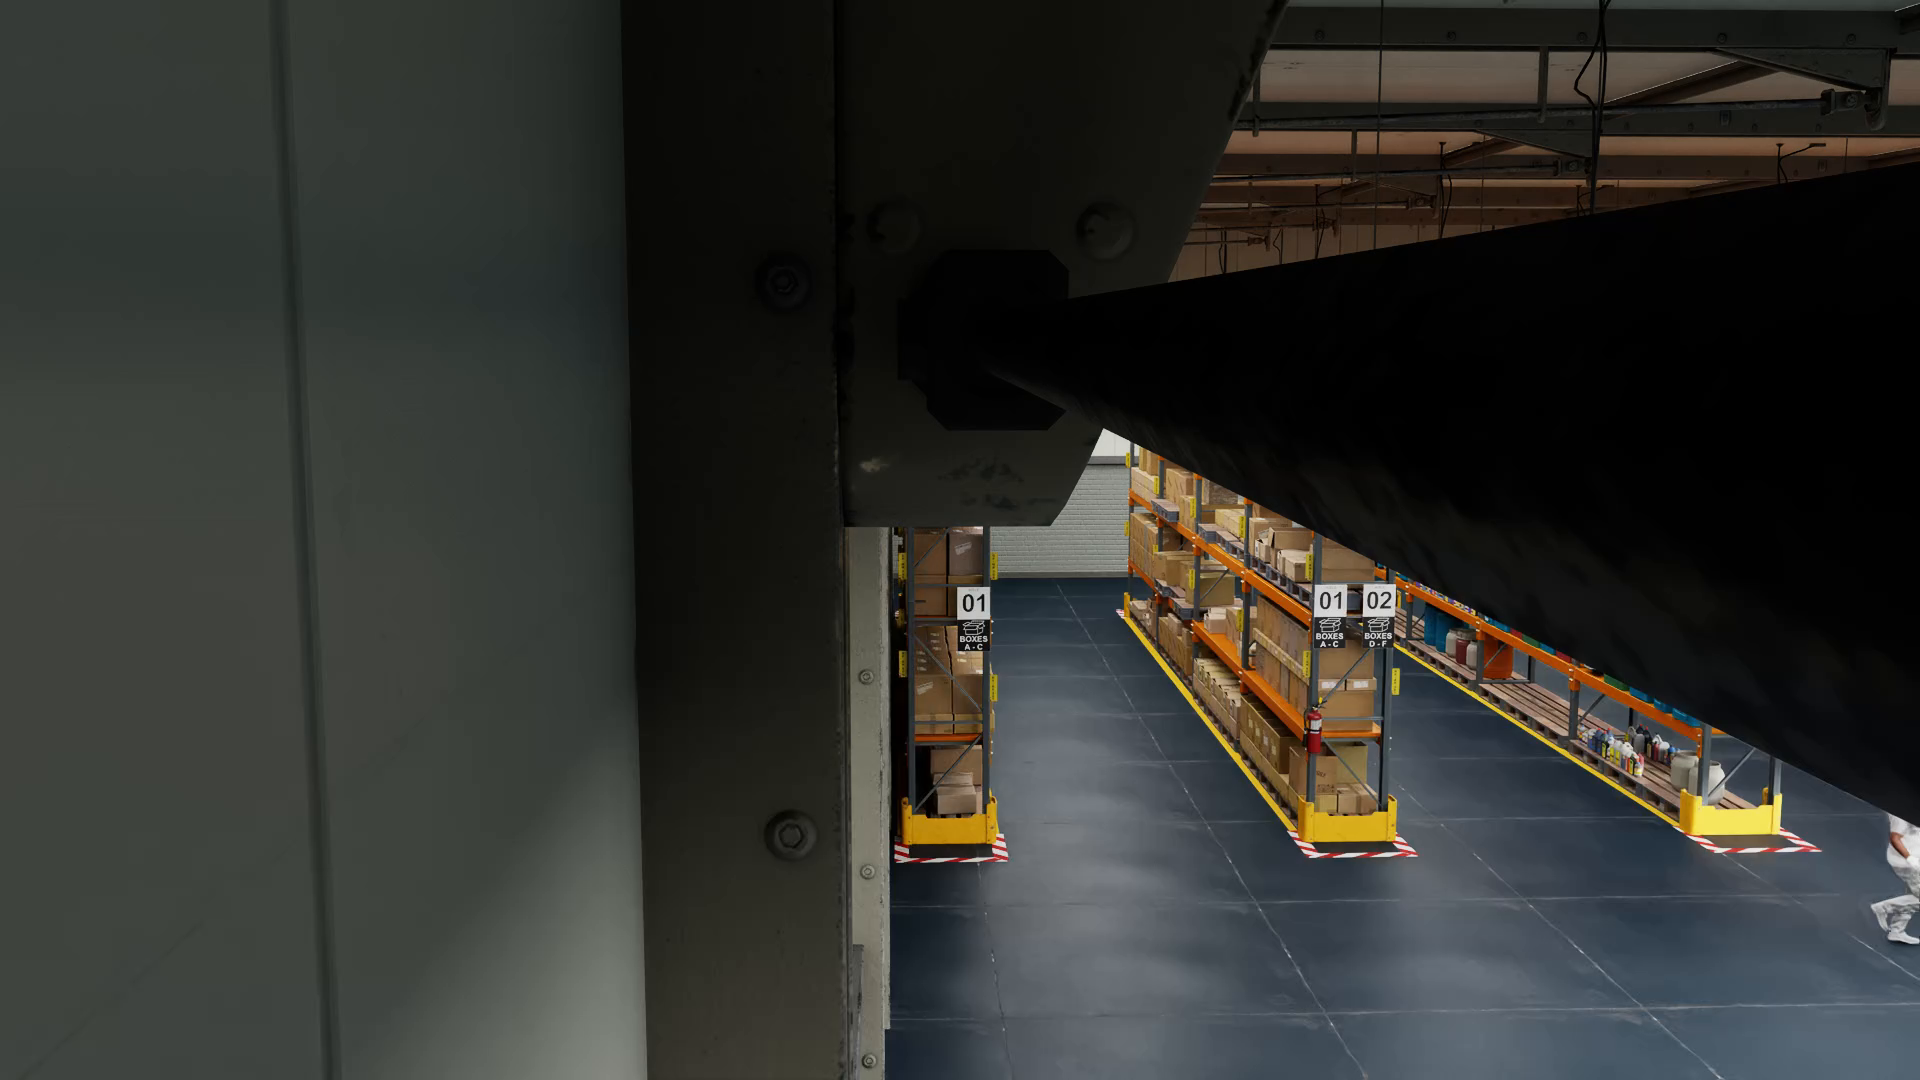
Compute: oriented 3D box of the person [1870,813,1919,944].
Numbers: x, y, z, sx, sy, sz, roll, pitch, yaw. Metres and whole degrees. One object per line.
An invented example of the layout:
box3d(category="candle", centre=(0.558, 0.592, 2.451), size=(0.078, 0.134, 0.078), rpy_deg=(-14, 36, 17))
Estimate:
box3d(category="person", centre=(9.721, 3.297, 17.096), size=(0.600, 1.737, 0.686), rpy_deg=(3, 8, 23))
